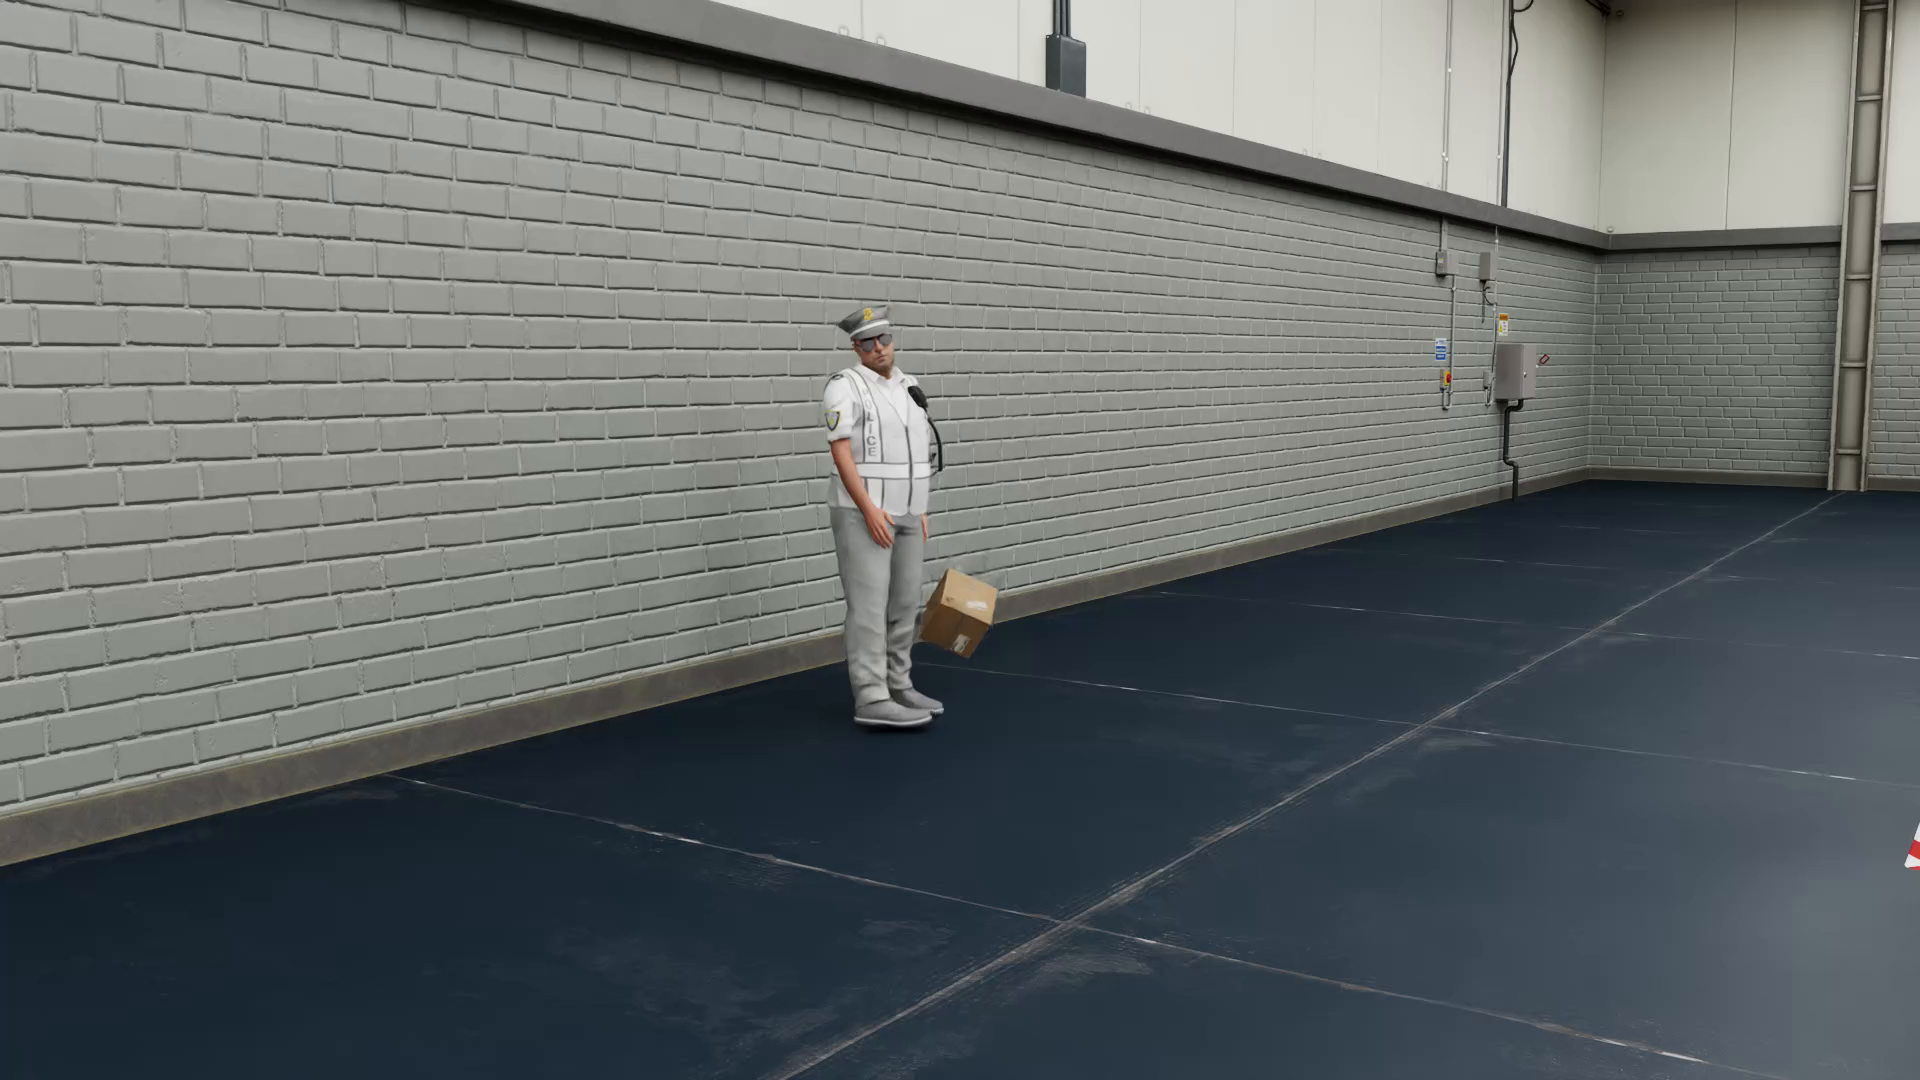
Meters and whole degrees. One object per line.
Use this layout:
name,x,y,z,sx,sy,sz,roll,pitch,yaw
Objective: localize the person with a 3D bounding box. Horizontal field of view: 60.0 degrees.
person,-0.282,-0.106,7.051,0.506,1.766,0.538,6,9,43
